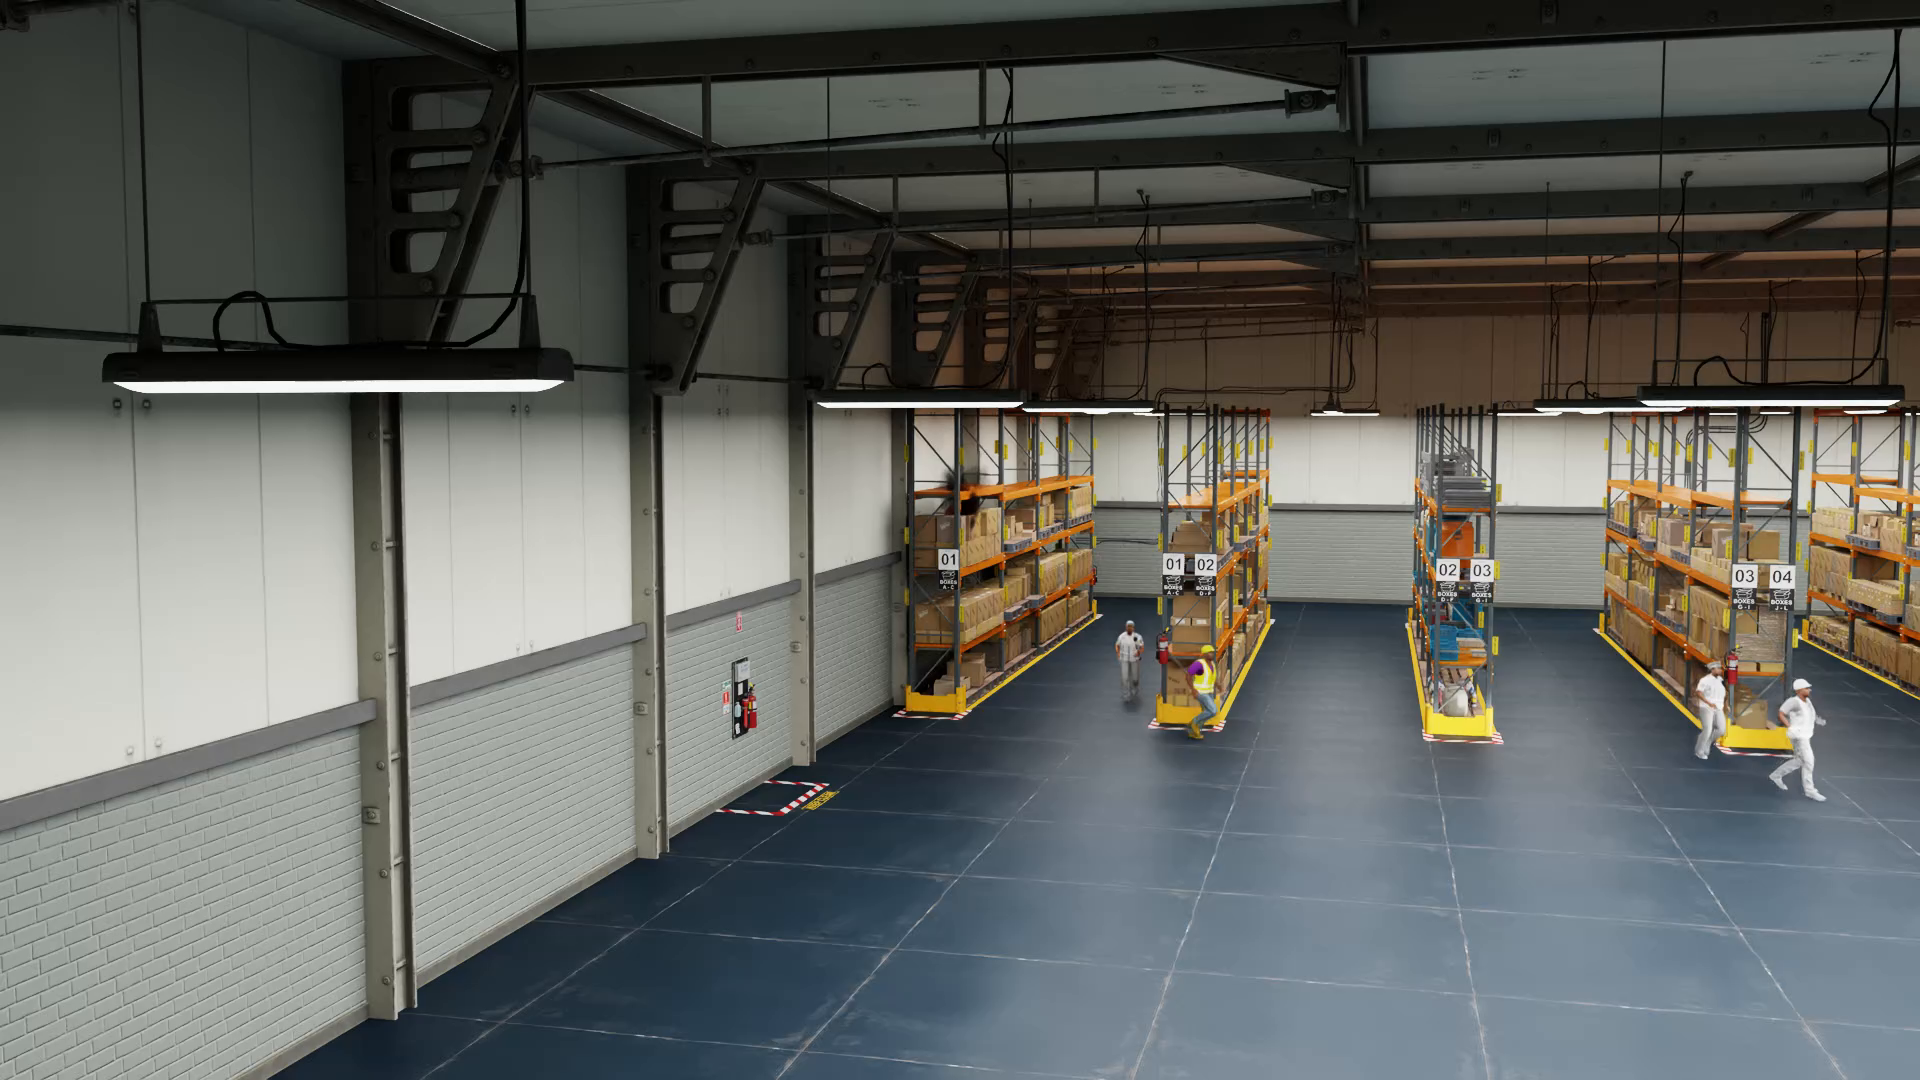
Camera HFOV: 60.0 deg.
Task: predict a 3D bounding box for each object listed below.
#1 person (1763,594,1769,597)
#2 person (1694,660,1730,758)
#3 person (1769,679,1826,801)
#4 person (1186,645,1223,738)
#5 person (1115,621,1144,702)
[{"bbox_3d":[20.915,1.748,43.817,0.757,1.555,0.742,3,5,36],"label":"person"},{"bbox_3d":[12.745,2.859,28.078,0.651,1.652,0.502,-1,4,-16],"label":"person"},{"bbox_3d":[12.694,2.990,25.171,0.861,1.790,0.678,4,6,43],"label":"person"},{"bbox_3d":[4.373,2.708,29.666,0.646,1.686,0.638,3,5,37],"label":"person"},{"bbox_3d":[3.444,2.449,33.842,0.613,1.620,0.688,1,4,9],"label":"person"}]
